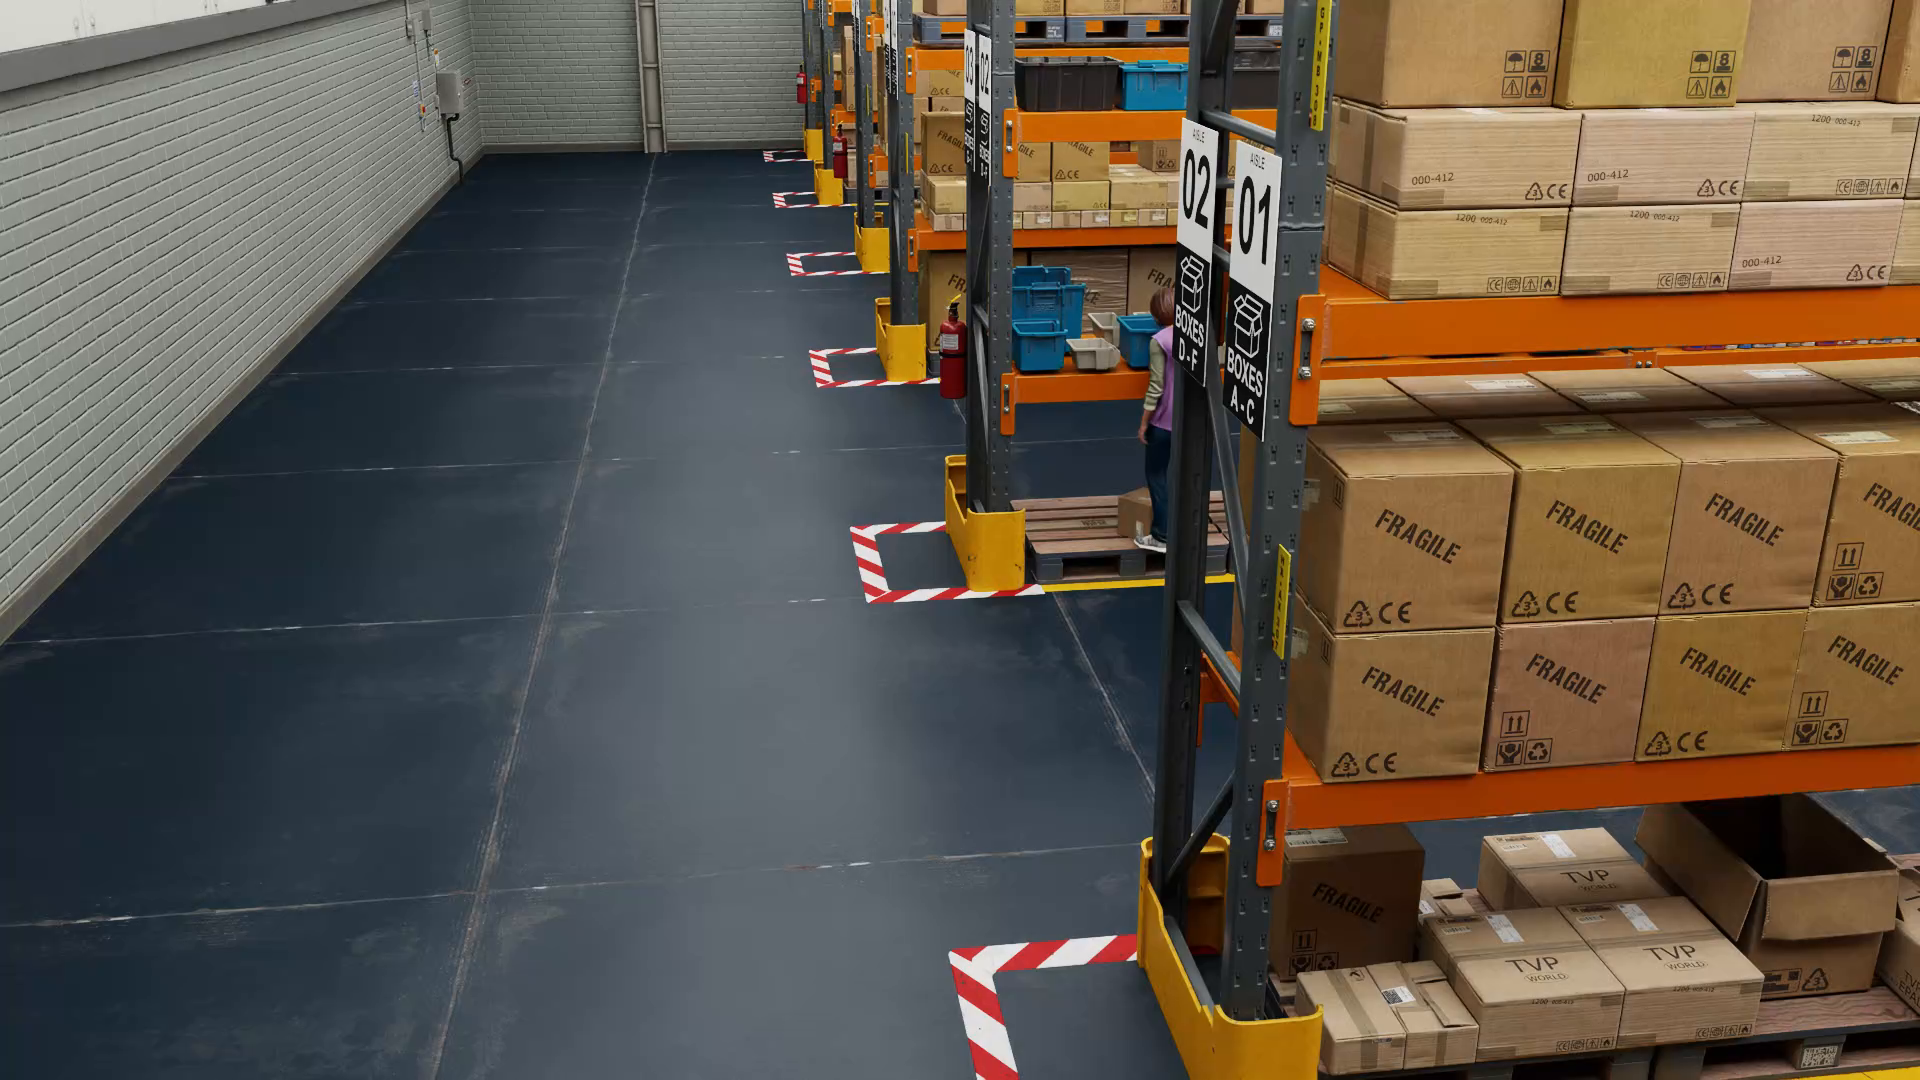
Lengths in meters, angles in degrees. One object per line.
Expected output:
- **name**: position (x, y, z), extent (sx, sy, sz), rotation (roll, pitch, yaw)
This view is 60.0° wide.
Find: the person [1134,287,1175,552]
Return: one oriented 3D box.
- **person**: position (1.265, -0.706, 9.895), extent (0.486, 1.594, 0.341), rotation (-15, 25, -36)
